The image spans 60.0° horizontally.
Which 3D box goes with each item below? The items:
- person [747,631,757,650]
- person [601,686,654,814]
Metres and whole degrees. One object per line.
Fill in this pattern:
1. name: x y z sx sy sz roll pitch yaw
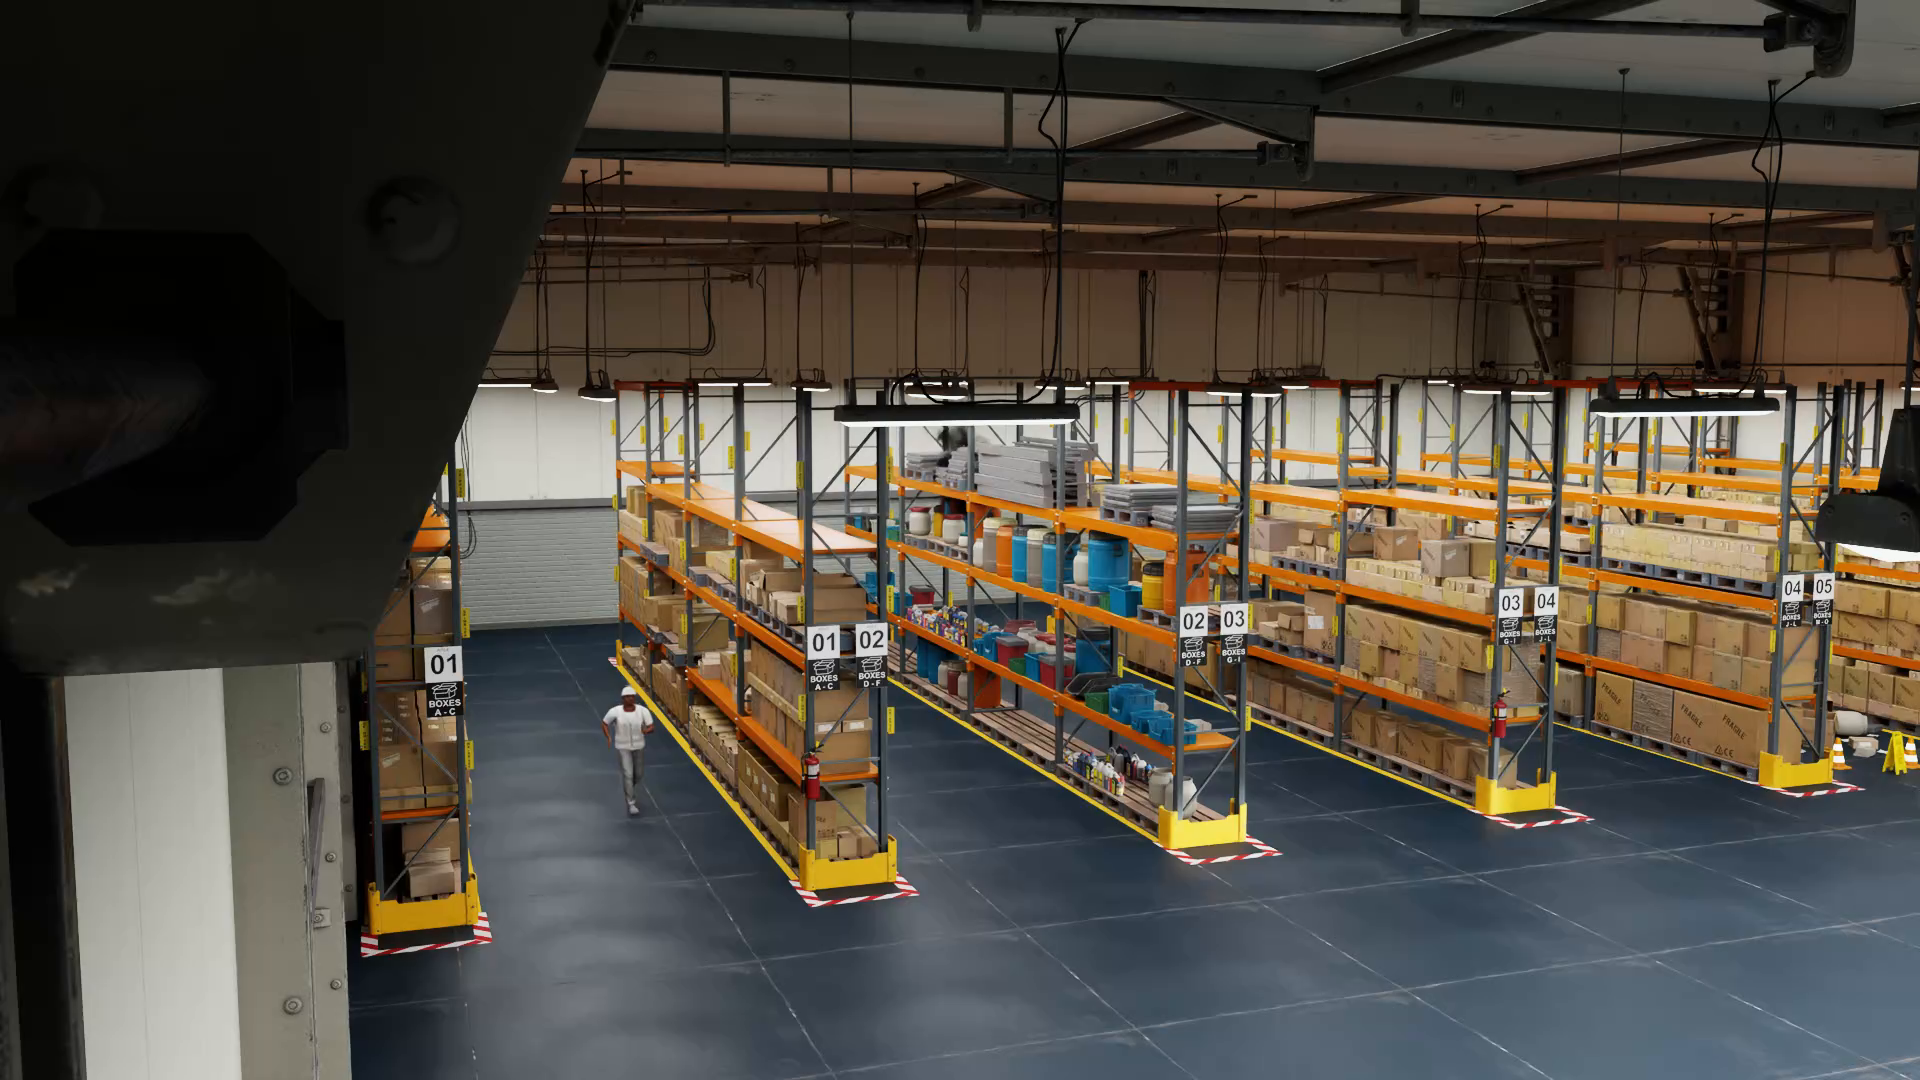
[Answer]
1. person: -4.240 1.859 34.290 0.728 1.745 0.699 -3 7 -29
2. person: -4.692 2.947 23.641 0.710 1.747 0.968 -3 7 -24
